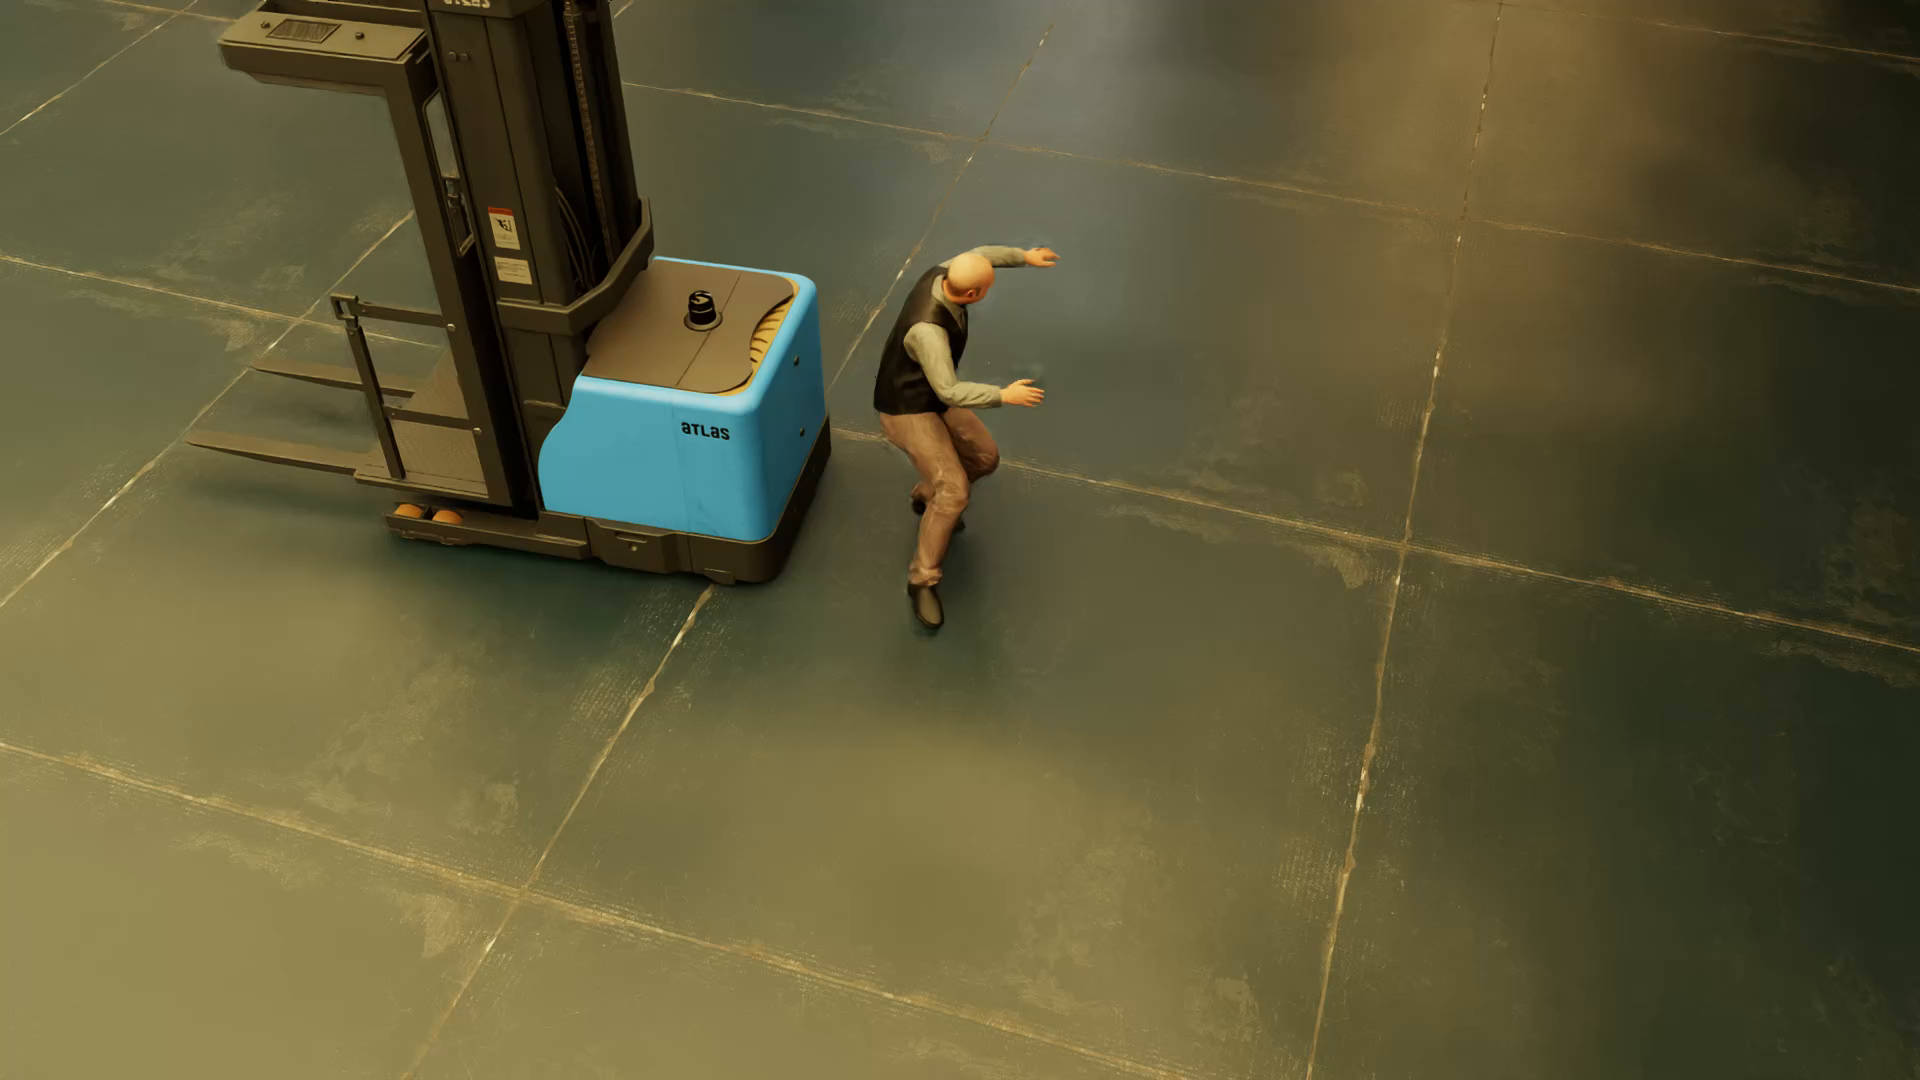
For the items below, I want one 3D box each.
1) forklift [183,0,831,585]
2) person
[{"bbox_3d":[-2.208,-1.391,7.184,3.031,2.935,1.130,9,44,9],"label":"forklift"},{"bbox_3d":[0.001,-0.618,7.443,0.785,1.457,1.528,7,43,8],"label":"person"}]
